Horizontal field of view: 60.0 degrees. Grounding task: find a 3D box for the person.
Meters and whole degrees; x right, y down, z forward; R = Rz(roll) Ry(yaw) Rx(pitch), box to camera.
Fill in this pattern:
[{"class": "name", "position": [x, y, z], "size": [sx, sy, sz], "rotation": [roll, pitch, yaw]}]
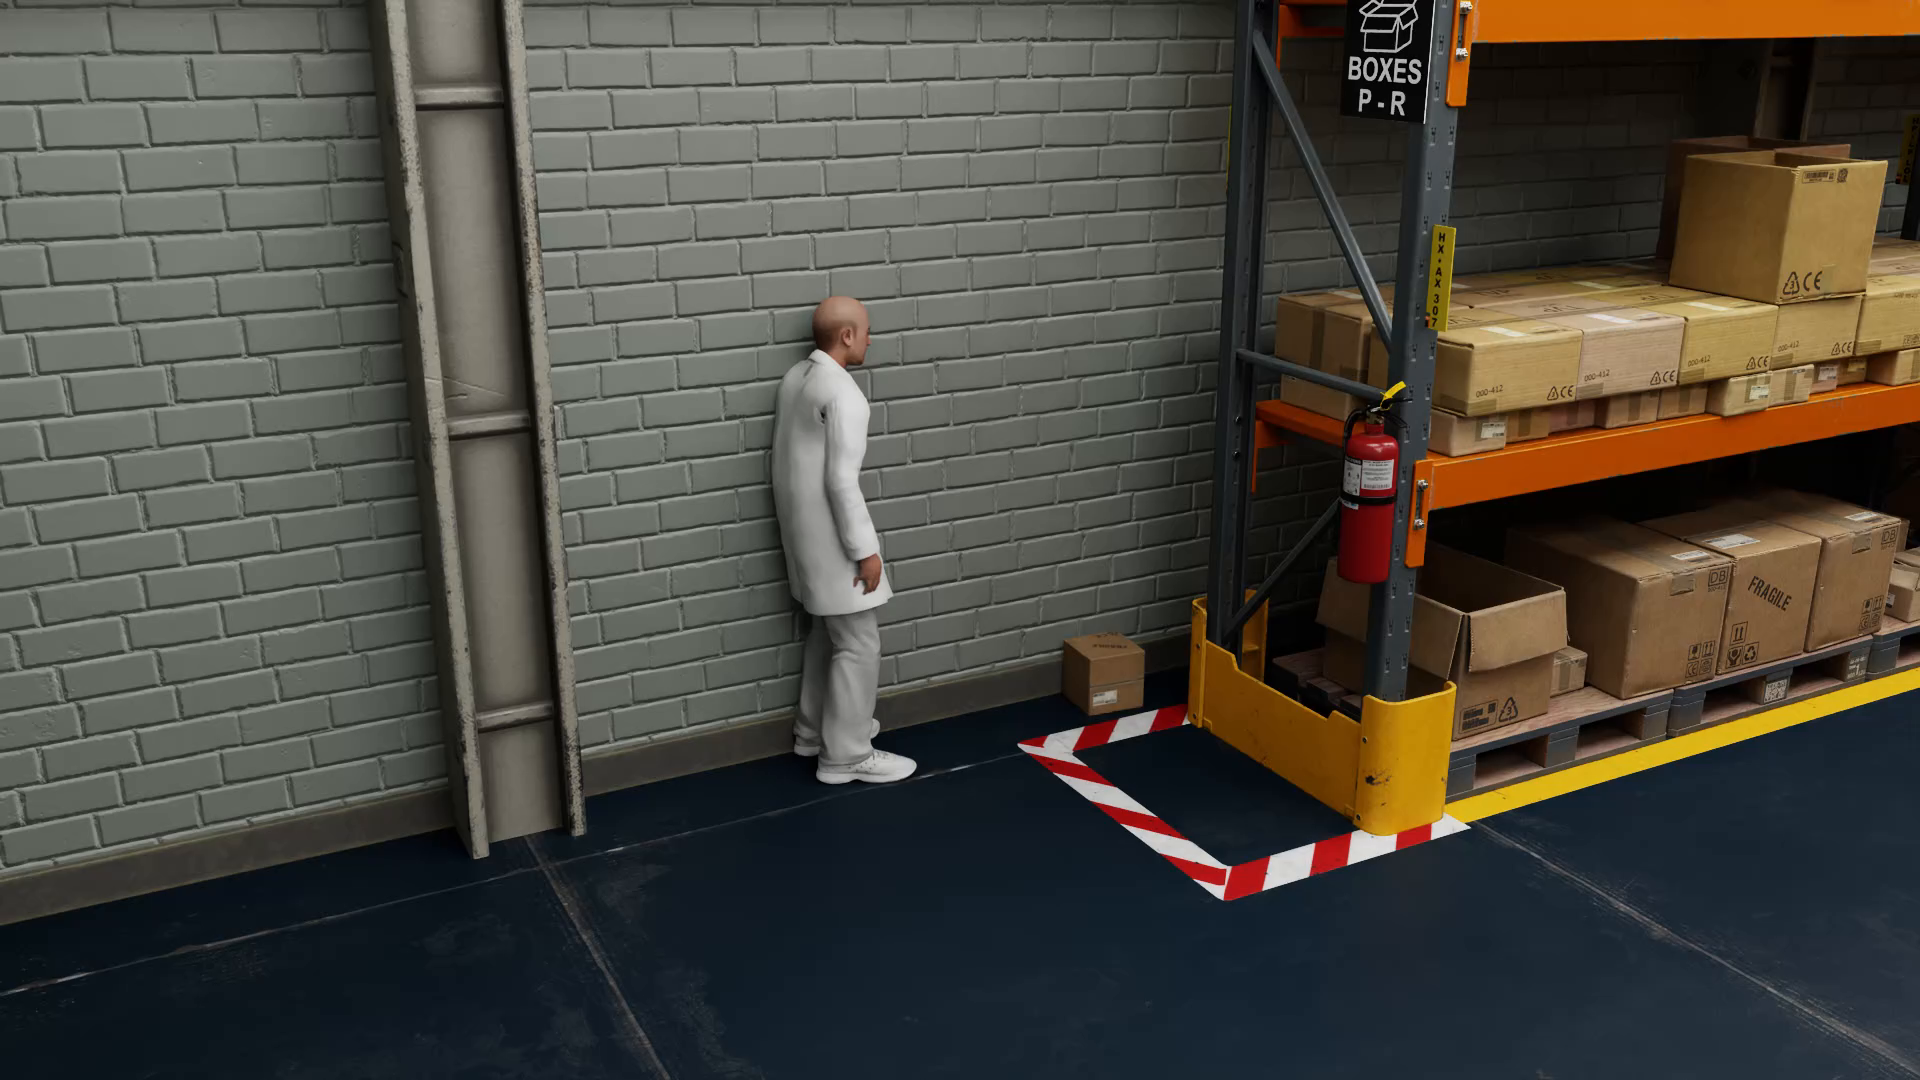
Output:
[{"class": "person", "position": [-0.457, -0.008, 6.108], "size": [0.428, 1.772, 0.644], "rotation": [-8, 20, -23]}]
